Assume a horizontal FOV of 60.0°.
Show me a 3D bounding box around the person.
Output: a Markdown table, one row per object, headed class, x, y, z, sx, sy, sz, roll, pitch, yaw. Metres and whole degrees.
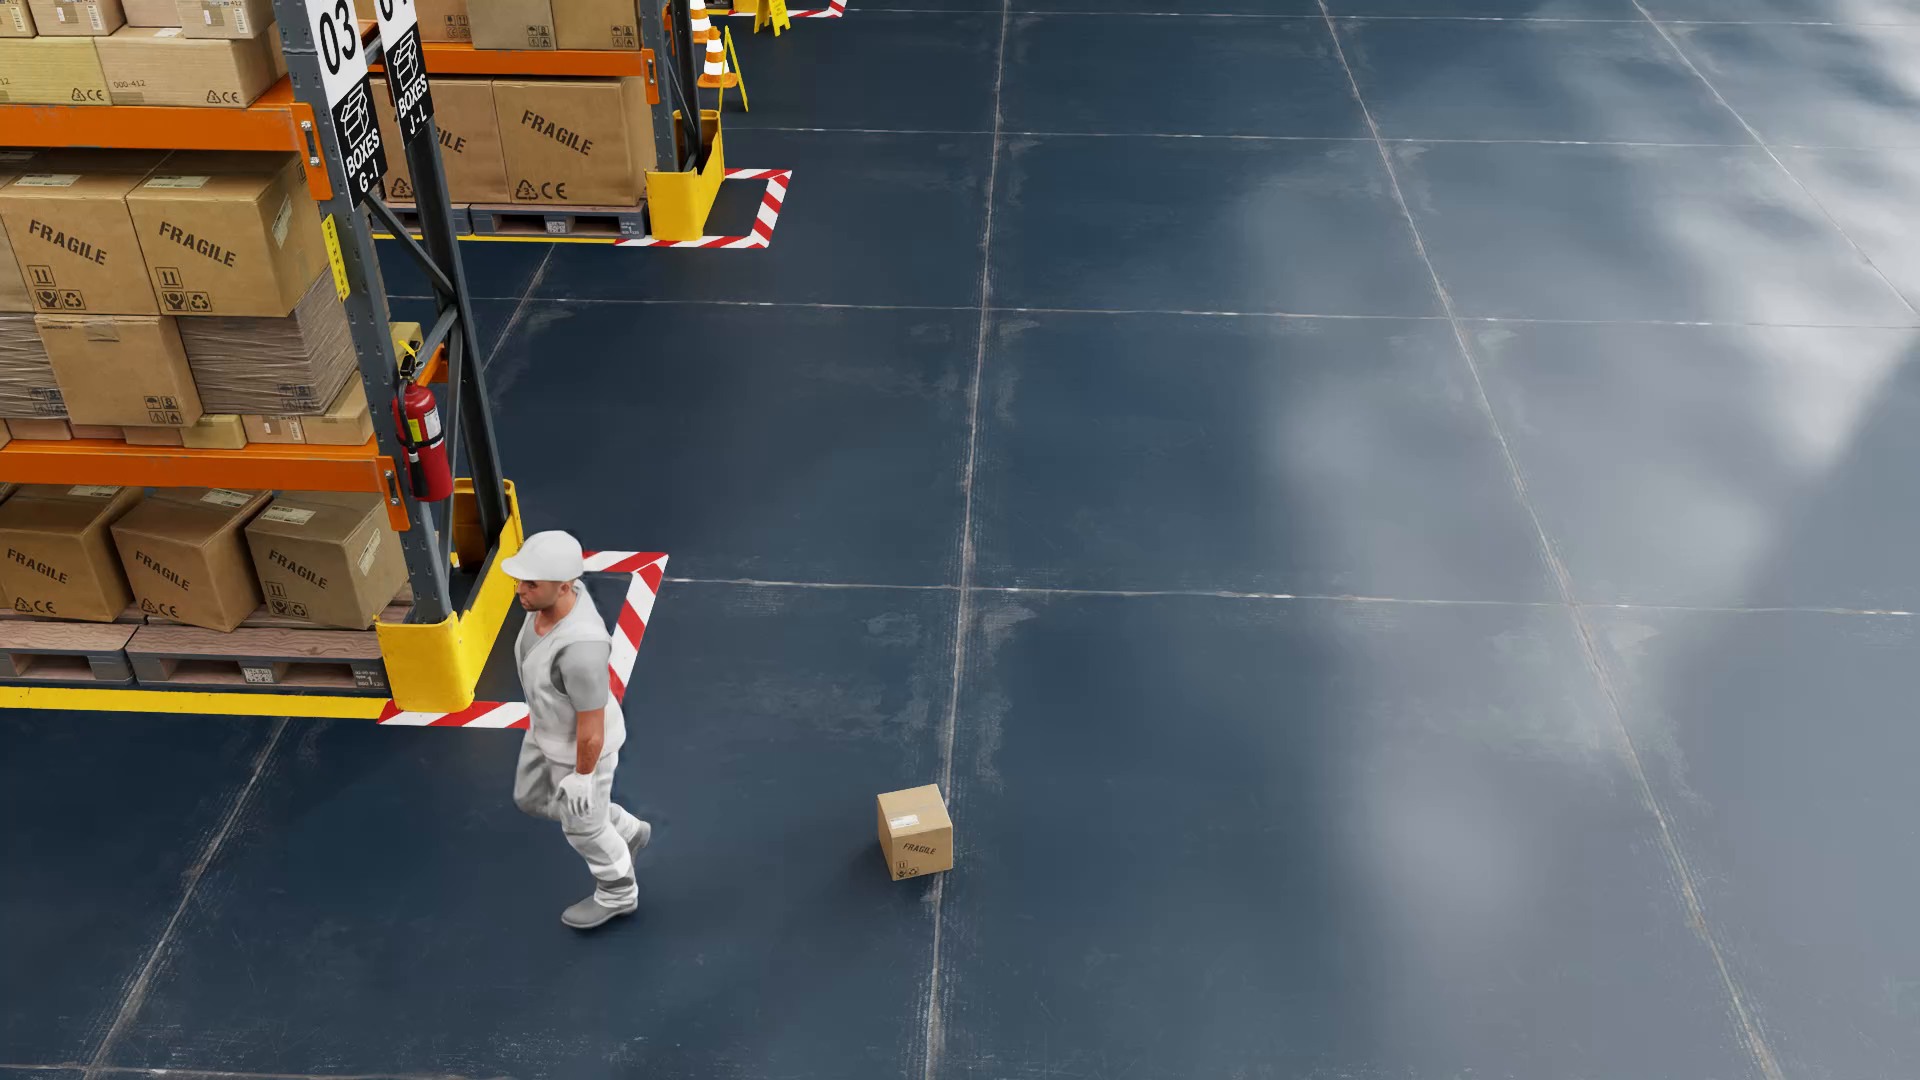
| class | x | y | z | sx | sy | sz | roll | pitch | yaw |
| --- | --- | --- | --- | --- | --- | --- | --- | --- | --- |
| person | -1.402 | 0.704 | 6.050 | 0.483 | 1.781 | 0.581 | -17 | 39 | -22 |
